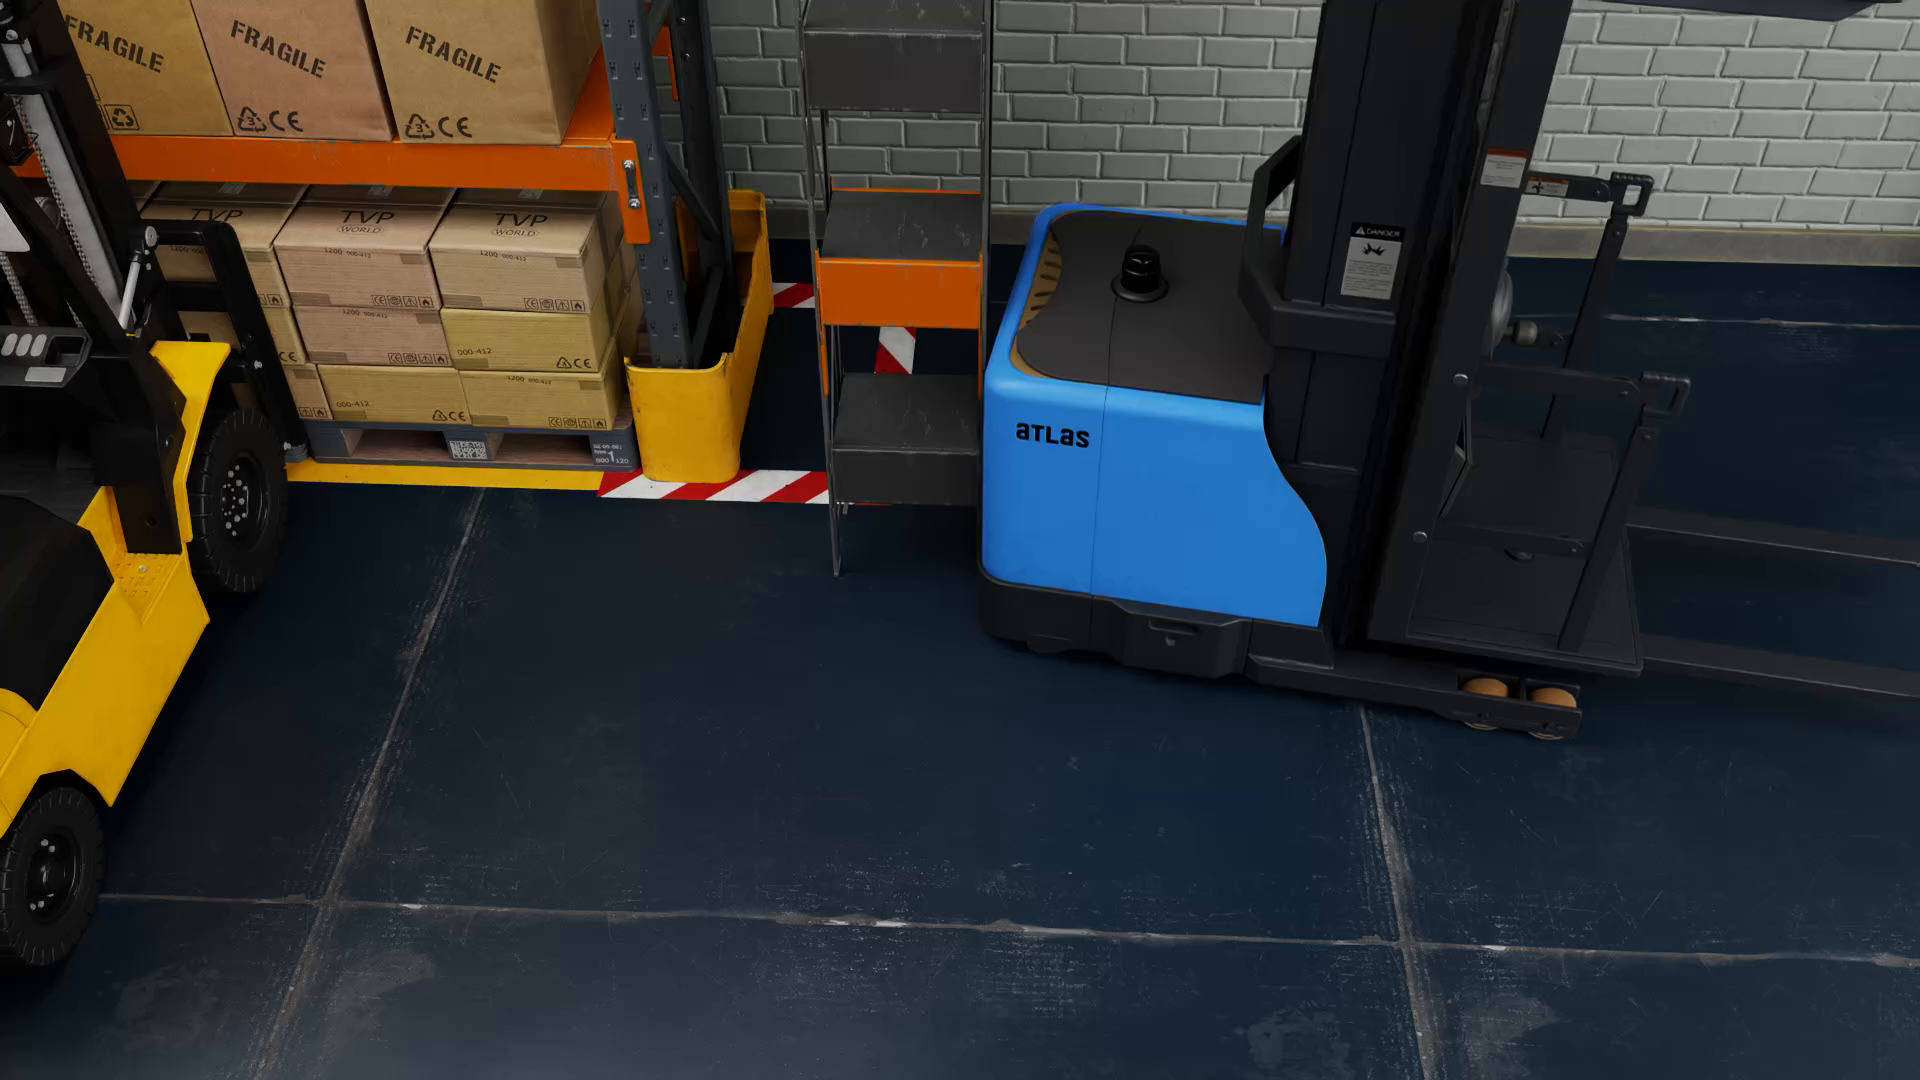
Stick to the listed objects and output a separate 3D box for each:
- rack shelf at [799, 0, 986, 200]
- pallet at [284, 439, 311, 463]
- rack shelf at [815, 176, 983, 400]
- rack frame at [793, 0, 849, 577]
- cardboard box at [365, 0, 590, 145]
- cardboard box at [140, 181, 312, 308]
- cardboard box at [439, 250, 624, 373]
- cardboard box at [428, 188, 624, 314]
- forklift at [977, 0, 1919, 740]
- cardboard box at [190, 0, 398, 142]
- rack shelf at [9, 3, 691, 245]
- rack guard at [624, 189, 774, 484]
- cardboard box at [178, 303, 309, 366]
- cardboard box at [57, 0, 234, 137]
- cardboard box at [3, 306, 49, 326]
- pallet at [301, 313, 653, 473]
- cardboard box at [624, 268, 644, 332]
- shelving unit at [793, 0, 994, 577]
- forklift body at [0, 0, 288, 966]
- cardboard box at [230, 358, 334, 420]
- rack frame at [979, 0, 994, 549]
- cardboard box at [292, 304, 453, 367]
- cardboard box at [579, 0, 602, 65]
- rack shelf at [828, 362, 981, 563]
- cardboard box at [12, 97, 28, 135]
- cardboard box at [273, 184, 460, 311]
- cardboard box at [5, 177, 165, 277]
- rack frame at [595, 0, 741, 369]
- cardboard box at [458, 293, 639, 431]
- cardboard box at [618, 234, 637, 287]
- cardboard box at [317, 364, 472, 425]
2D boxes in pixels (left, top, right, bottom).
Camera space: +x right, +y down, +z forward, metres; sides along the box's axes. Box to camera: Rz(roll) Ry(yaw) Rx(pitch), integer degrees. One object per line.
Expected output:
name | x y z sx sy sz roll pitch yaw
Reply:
rack shelf | -0.165 -1.276 4.572 0.480 0.518 0.431 2 43 2
pallet | -2.958 -0.717 6.364 1.213 0.211 1.003 2 43 2
rack shelf | -0.165 -0.763 5.049 0.480 0.518 0.431 2 43 2
rack frame | -0.409 -0.781 5.048 0.015 2.100 0.400 2 43 2
cardboard box | -1.480 -1.576 5.167 0.500 0.500 0.500 1 43 1
cardboard box | -2.465 -1.038 5.640 0.500 0.250 0.500 2 43 2
cardboard box | -1.477 -0.835 5.788 0.500 0.250 0.500 1 43 1
cardboard box | -1.451 -1.018 5.618 0.500 0.250 0.500 3 43 3
forklift | 1.626 -0.859 4.522 3.031 2.935 1.130 8 44 9
cardboard box | -1.998 -1.598 5.191 0.500 0.500 0.500 3 43 3
rack shelf | -2.974 -1.501 5.688 4.000 0.370 1.077 2 43 2
rack guard | -0.952 -0.787 6.228 0.348 0.500 1.175 2 43 2
cardboard box | -2.494 -0.860 5.814 0.500 0.250 0.500 1 43 1
cardboard box | -2.510 -1.613 5.208 0.500 0.500 0.500 1 43 1
cardboard box | -2.994 -0.877 5.834 0.500 0.250 0.500 2 43 2
pallet | -1.742 -0.677 6.322 1.213 0.211 1.003 2 43 2
cardboard box | -1.458 -0.998 6.330 0.500 0.250 0.500 2 43 2
shelving unit | -0.165 -0.773 5.040 0.503 2.100 0.431 2 43 2
forklift body | -2.953 -0.208 4.395 1.214 2.155 2.313 2 43 2
cardboard box | -2.456 -0.693 6.002 0.500 0.250 0.500 2 43 2
rack frame | 0.079 -0.766 5.032 0.015 2.100 0.400 2 43 2
cardboard box | -1.977 -0.858 5.813 0.500 0.250 0.500 1 43 1
cardboard box | -1.459 -1.944 5.562 0.500 0.500 0.500 3 43 3
rack shelf | -0.165 -0.251 5.526 0.480 0.518 0.431 2 43 2
cardboard box | -3.012 -1.621 5.216 0.500 0.500 0.500 2 43 2
cardboard box | -1.961 -1.030 5.630 0.500 0.250 0.500 2 43 3
cardboard box | -2.971 -1.059 5.662 0.500 0.250 0.500 1 43 1
rack frame | -0.976 -1.703 5.377 0.127 3.000 1.000 2 43 2
cardboard box | -1.460 -0.650 5.956 0.500 0.250 0.500 2 43 2
cardboard box | -1.437 -1.189 6.168 0.500 0.250 0.500 2 43 3
cardboard box | -1.956 -0.671 5.979 0.500 0.250 0.500 2 43 2
